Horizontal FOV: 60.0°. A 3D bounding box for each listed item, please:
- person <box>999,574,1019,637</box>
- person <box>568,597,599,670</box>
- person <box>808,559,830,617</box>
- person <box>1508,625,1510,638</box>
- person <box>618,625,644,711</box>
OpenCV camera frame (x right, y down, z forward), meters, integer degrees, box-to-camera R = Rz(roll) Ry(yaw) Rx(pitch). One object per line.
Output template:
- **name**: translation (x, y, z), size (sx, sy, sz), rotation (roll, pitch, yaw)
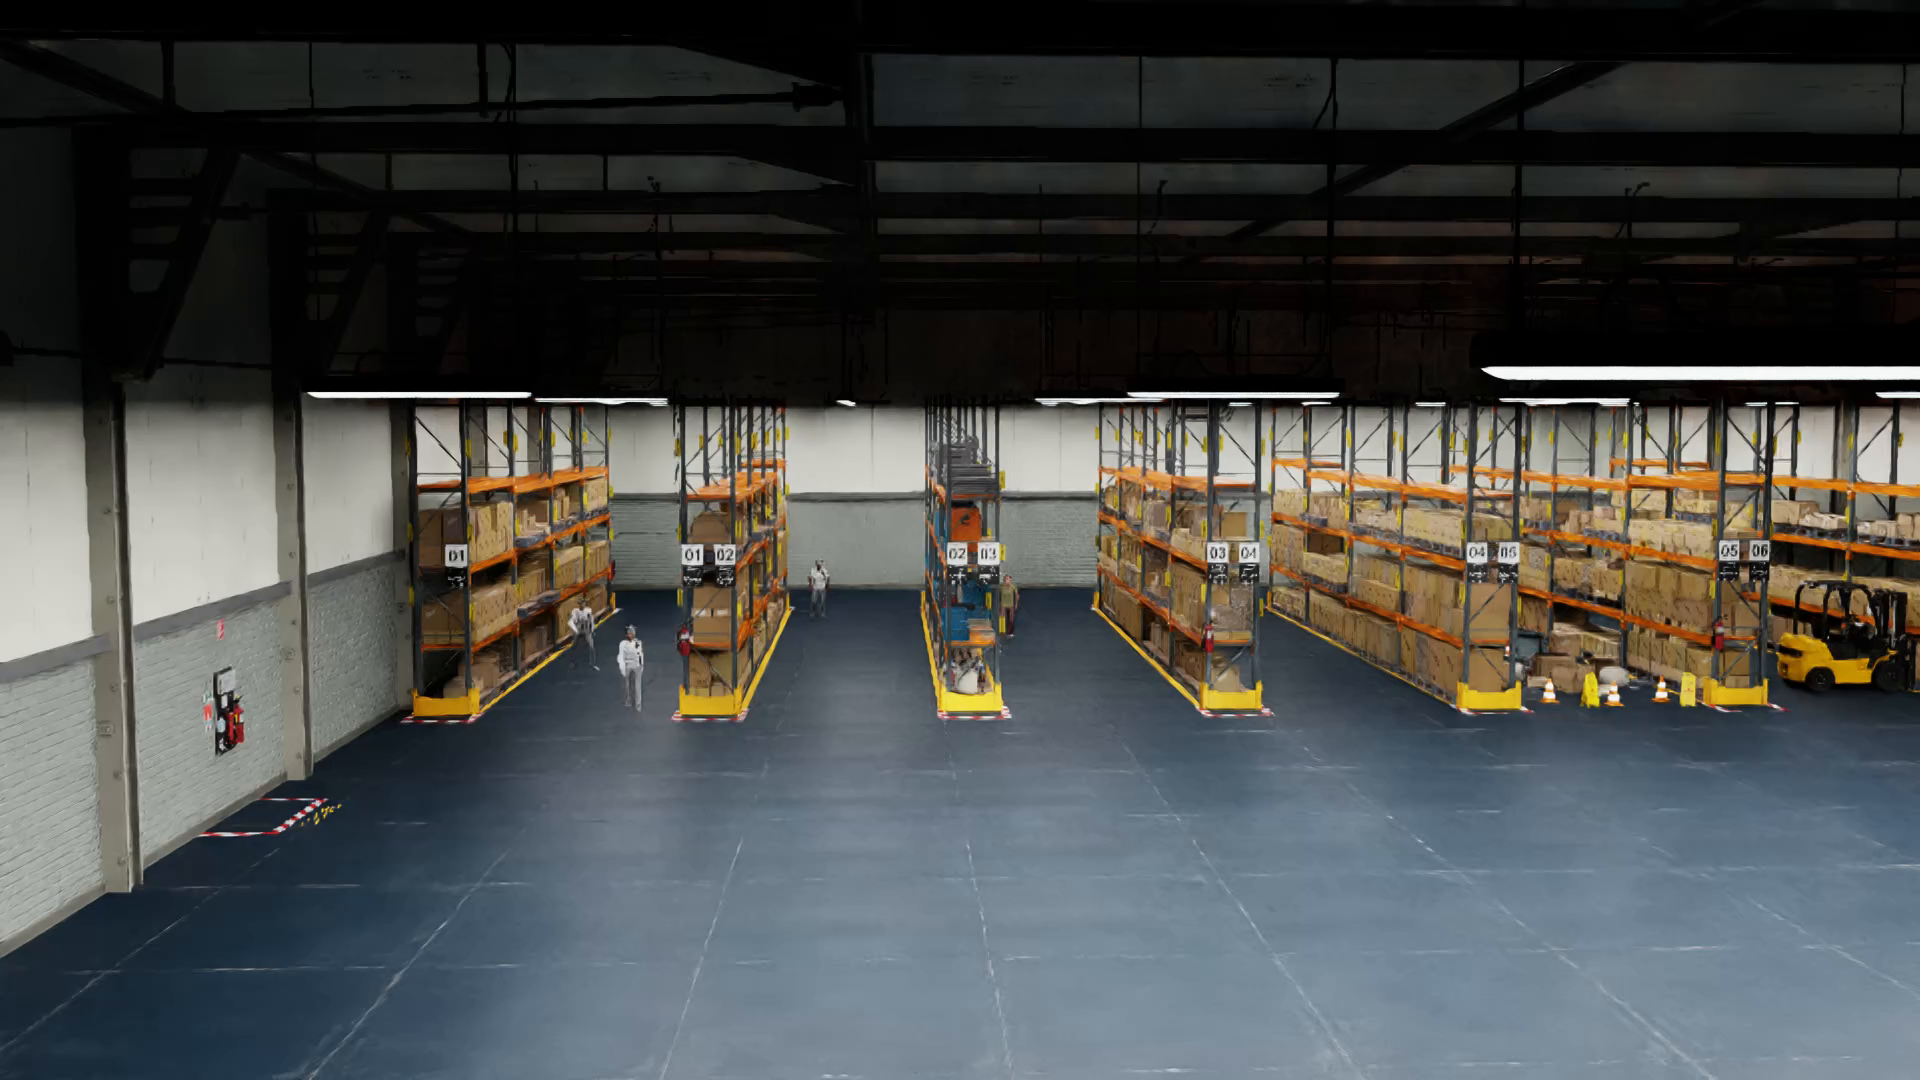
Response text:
- **person**: translation (1.166, 1.639, 41.565), size (0.598, 1.619, 0.506), rotation (0, 5, -5)
- **person**: translation (-8.294, 2.026, 36.514), size (0.630, 1.604, 0.811), rotation (-2, 5, -20)
- **person**: translation (-3.870, 1.321, 45.620), size (0.592, 1.618, 0.532), rotation (0, 5, -5)
- **person**: translation (13.185, 1.714, 40.524), size (0.532, 1.588, 0.535), rotation (2, 5, 21)
- **person**: translation (-6.242, 2.407, 31.511), size (0.470, 1.621, 0.995), rotation (-1, 5, -10)
